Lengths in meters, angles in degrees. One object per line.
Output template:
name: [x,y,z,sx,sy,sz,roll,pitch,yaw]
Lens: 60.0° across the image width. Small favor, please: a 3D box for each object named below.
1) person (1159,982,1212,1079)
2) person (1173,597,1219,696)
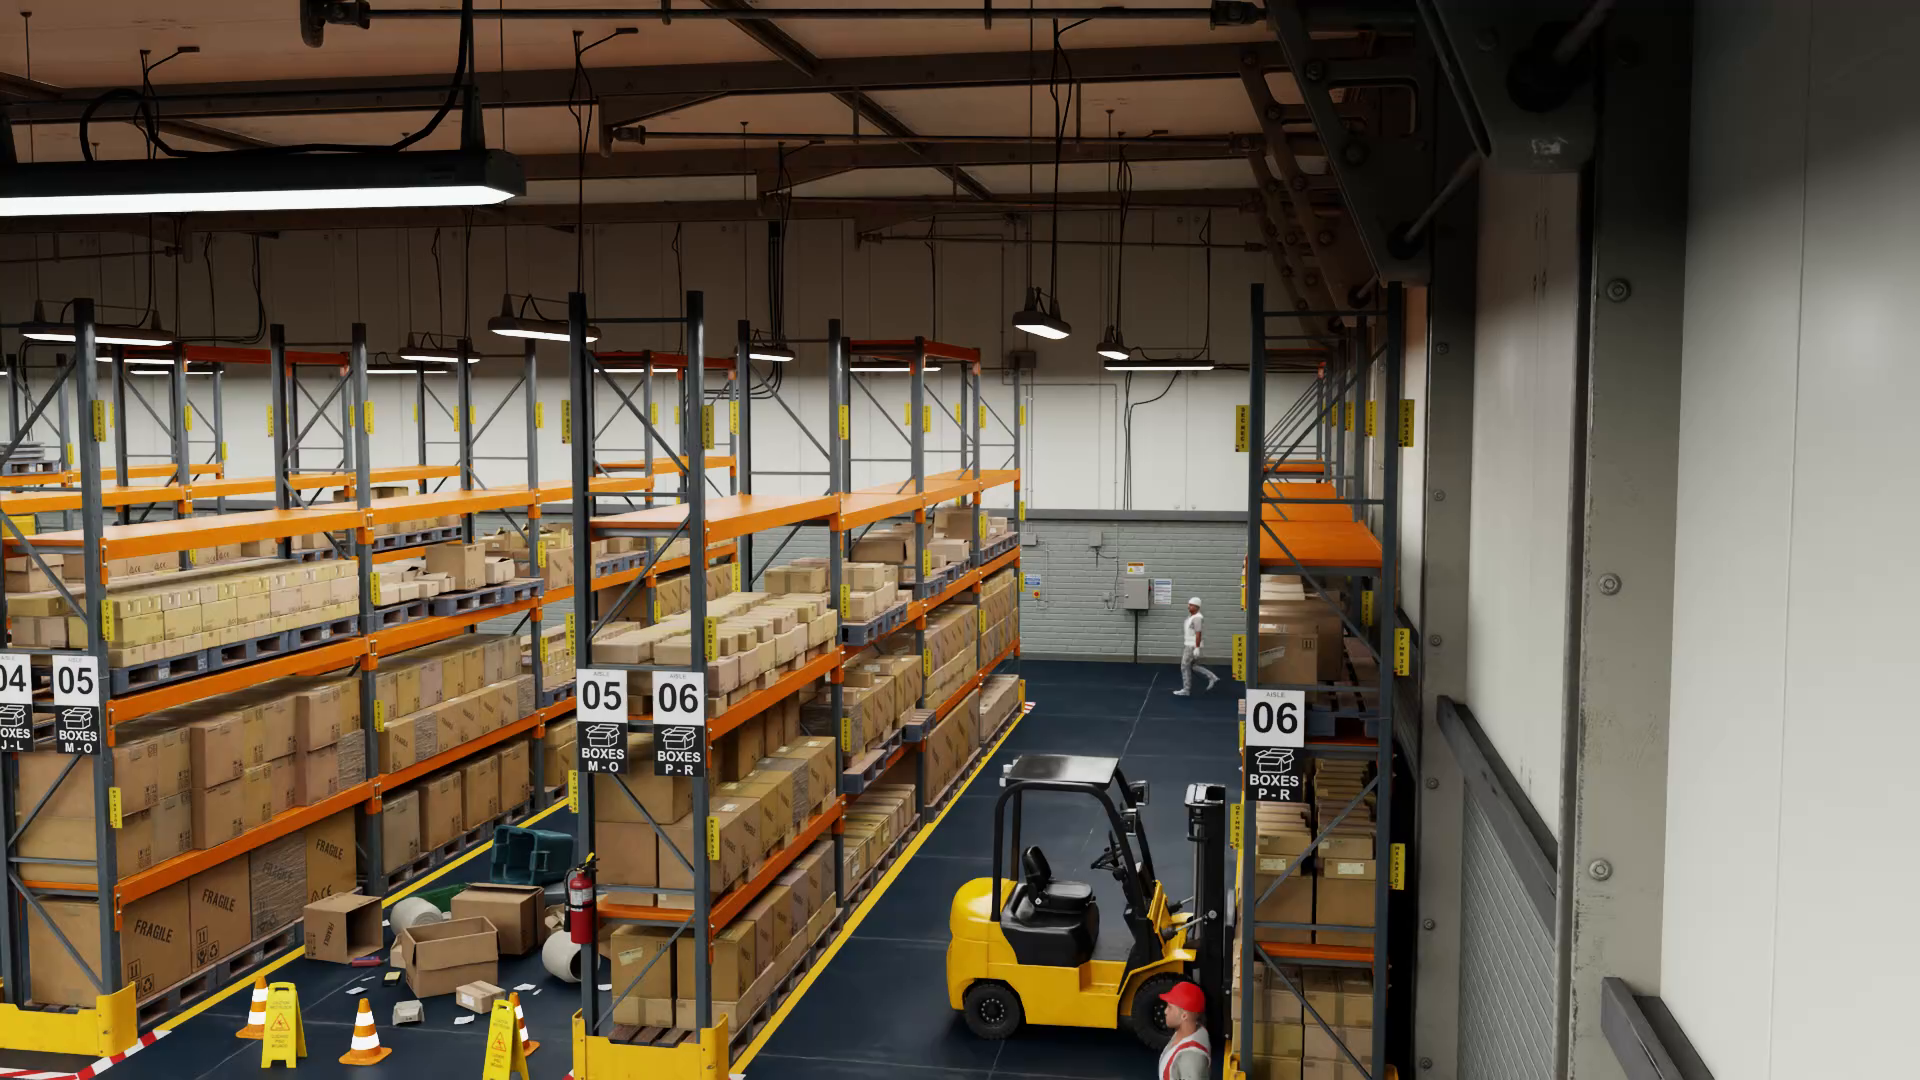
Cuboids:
person: [1.358,3.486,9.813,0.809,1.779,0.517,1,5,9]
person: [4.208,1.894,29.598,0.811,1.766,0.547,1,5,8]
